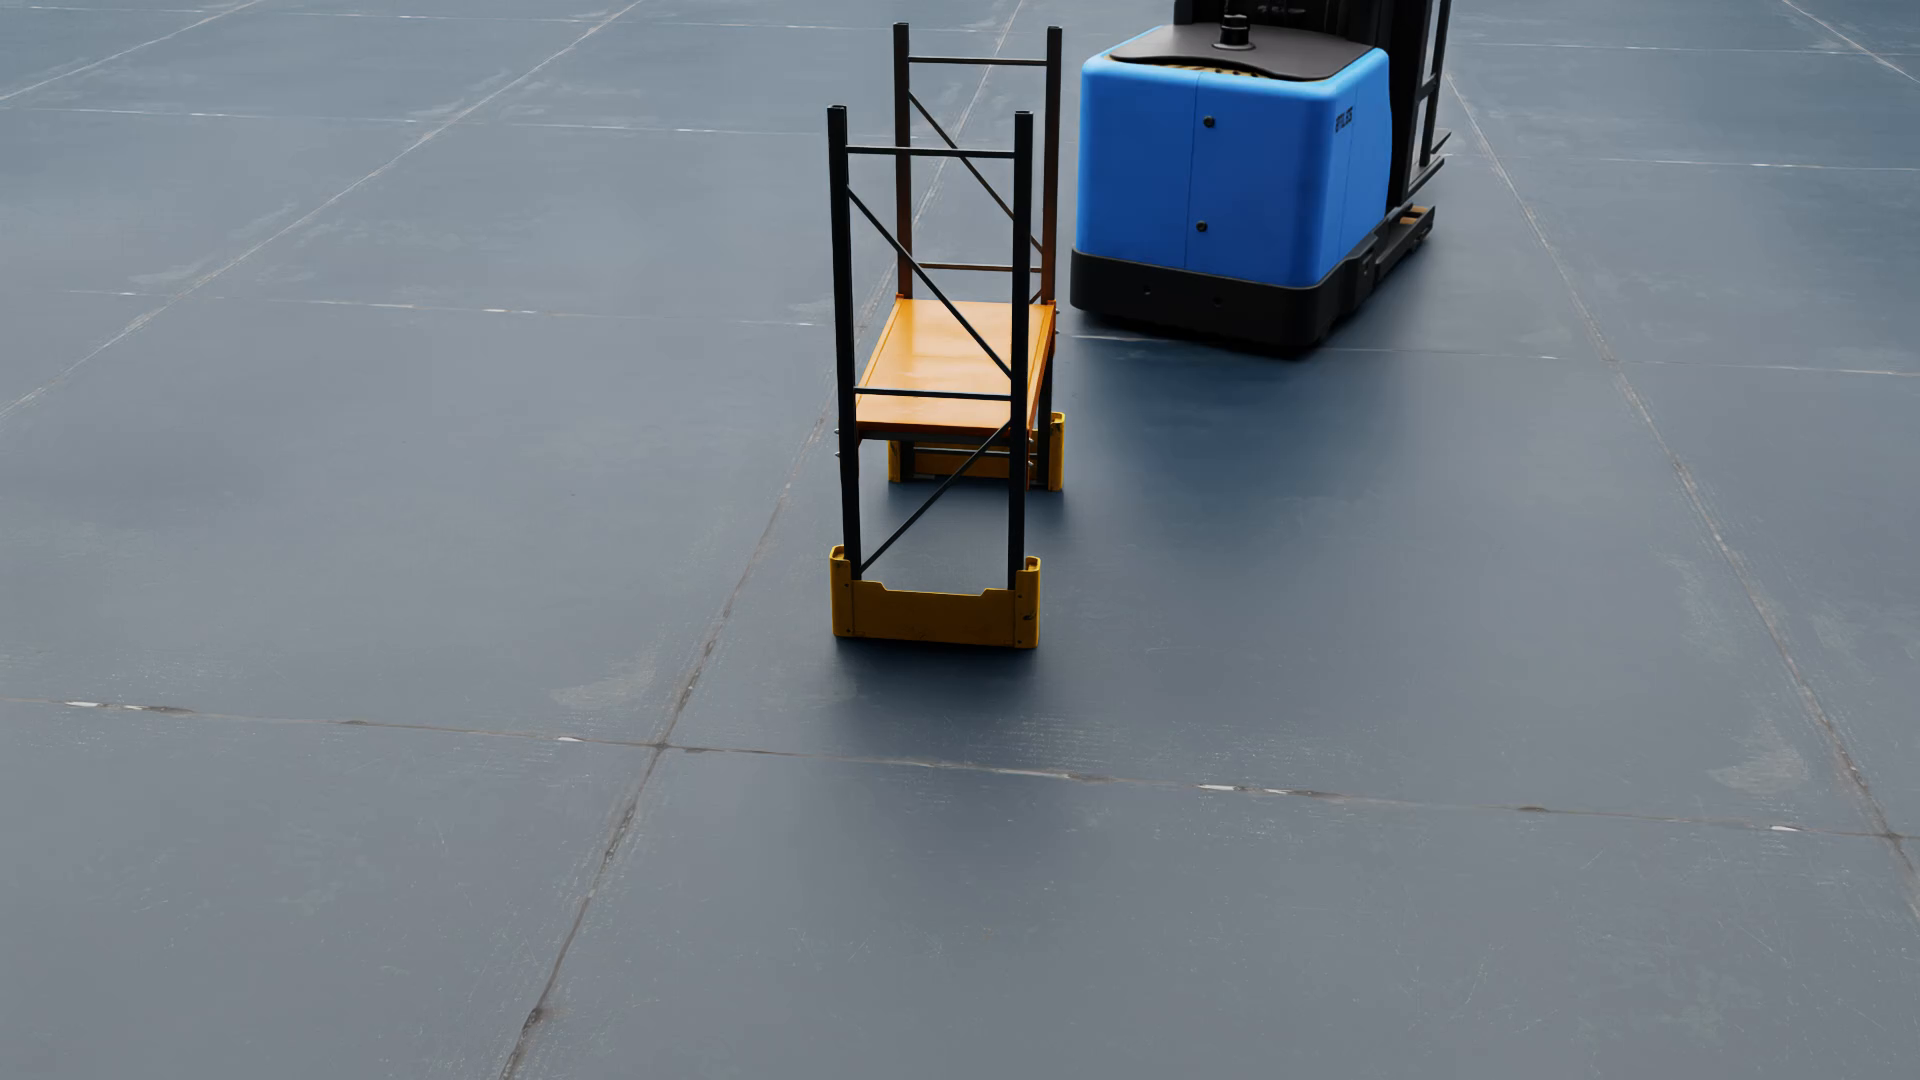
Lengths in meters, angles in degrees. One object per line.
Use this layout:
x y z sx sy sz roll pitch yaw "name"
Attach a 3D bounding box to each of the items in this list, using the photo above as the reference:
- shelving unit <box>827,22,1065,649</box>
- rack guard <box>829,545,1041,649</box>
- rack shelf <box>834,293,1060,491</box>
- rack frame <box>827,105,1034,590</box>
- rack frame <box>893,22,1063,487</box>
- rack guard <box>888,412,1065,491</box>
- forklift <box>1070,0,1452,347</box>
-0.009 -0.624 4.828 0.587 1.500 1.083 3 28 6 "shelving unit"
-0.070 0.160 4.689 0.587 0.250 0.087 3 28 6 "rack guard"
-0.010 -0.462 4.905 0.538 0.185 1.000 3 28 6 "rack shelf"
-0.073 -0.381 4.376 0.500 1.500 0.032 3 28 6 "rack frame"
0.052 -0.859 5.264 0.500 1.500 0.032 3 28 6 "rack frame"
0.052 -0.309 5.559 0.587 0.250 0.087 3 28 6 "rack guard"
1.595 -2.713 7.196 1.130 2.935 3.031 14 31 24 "forklift"
